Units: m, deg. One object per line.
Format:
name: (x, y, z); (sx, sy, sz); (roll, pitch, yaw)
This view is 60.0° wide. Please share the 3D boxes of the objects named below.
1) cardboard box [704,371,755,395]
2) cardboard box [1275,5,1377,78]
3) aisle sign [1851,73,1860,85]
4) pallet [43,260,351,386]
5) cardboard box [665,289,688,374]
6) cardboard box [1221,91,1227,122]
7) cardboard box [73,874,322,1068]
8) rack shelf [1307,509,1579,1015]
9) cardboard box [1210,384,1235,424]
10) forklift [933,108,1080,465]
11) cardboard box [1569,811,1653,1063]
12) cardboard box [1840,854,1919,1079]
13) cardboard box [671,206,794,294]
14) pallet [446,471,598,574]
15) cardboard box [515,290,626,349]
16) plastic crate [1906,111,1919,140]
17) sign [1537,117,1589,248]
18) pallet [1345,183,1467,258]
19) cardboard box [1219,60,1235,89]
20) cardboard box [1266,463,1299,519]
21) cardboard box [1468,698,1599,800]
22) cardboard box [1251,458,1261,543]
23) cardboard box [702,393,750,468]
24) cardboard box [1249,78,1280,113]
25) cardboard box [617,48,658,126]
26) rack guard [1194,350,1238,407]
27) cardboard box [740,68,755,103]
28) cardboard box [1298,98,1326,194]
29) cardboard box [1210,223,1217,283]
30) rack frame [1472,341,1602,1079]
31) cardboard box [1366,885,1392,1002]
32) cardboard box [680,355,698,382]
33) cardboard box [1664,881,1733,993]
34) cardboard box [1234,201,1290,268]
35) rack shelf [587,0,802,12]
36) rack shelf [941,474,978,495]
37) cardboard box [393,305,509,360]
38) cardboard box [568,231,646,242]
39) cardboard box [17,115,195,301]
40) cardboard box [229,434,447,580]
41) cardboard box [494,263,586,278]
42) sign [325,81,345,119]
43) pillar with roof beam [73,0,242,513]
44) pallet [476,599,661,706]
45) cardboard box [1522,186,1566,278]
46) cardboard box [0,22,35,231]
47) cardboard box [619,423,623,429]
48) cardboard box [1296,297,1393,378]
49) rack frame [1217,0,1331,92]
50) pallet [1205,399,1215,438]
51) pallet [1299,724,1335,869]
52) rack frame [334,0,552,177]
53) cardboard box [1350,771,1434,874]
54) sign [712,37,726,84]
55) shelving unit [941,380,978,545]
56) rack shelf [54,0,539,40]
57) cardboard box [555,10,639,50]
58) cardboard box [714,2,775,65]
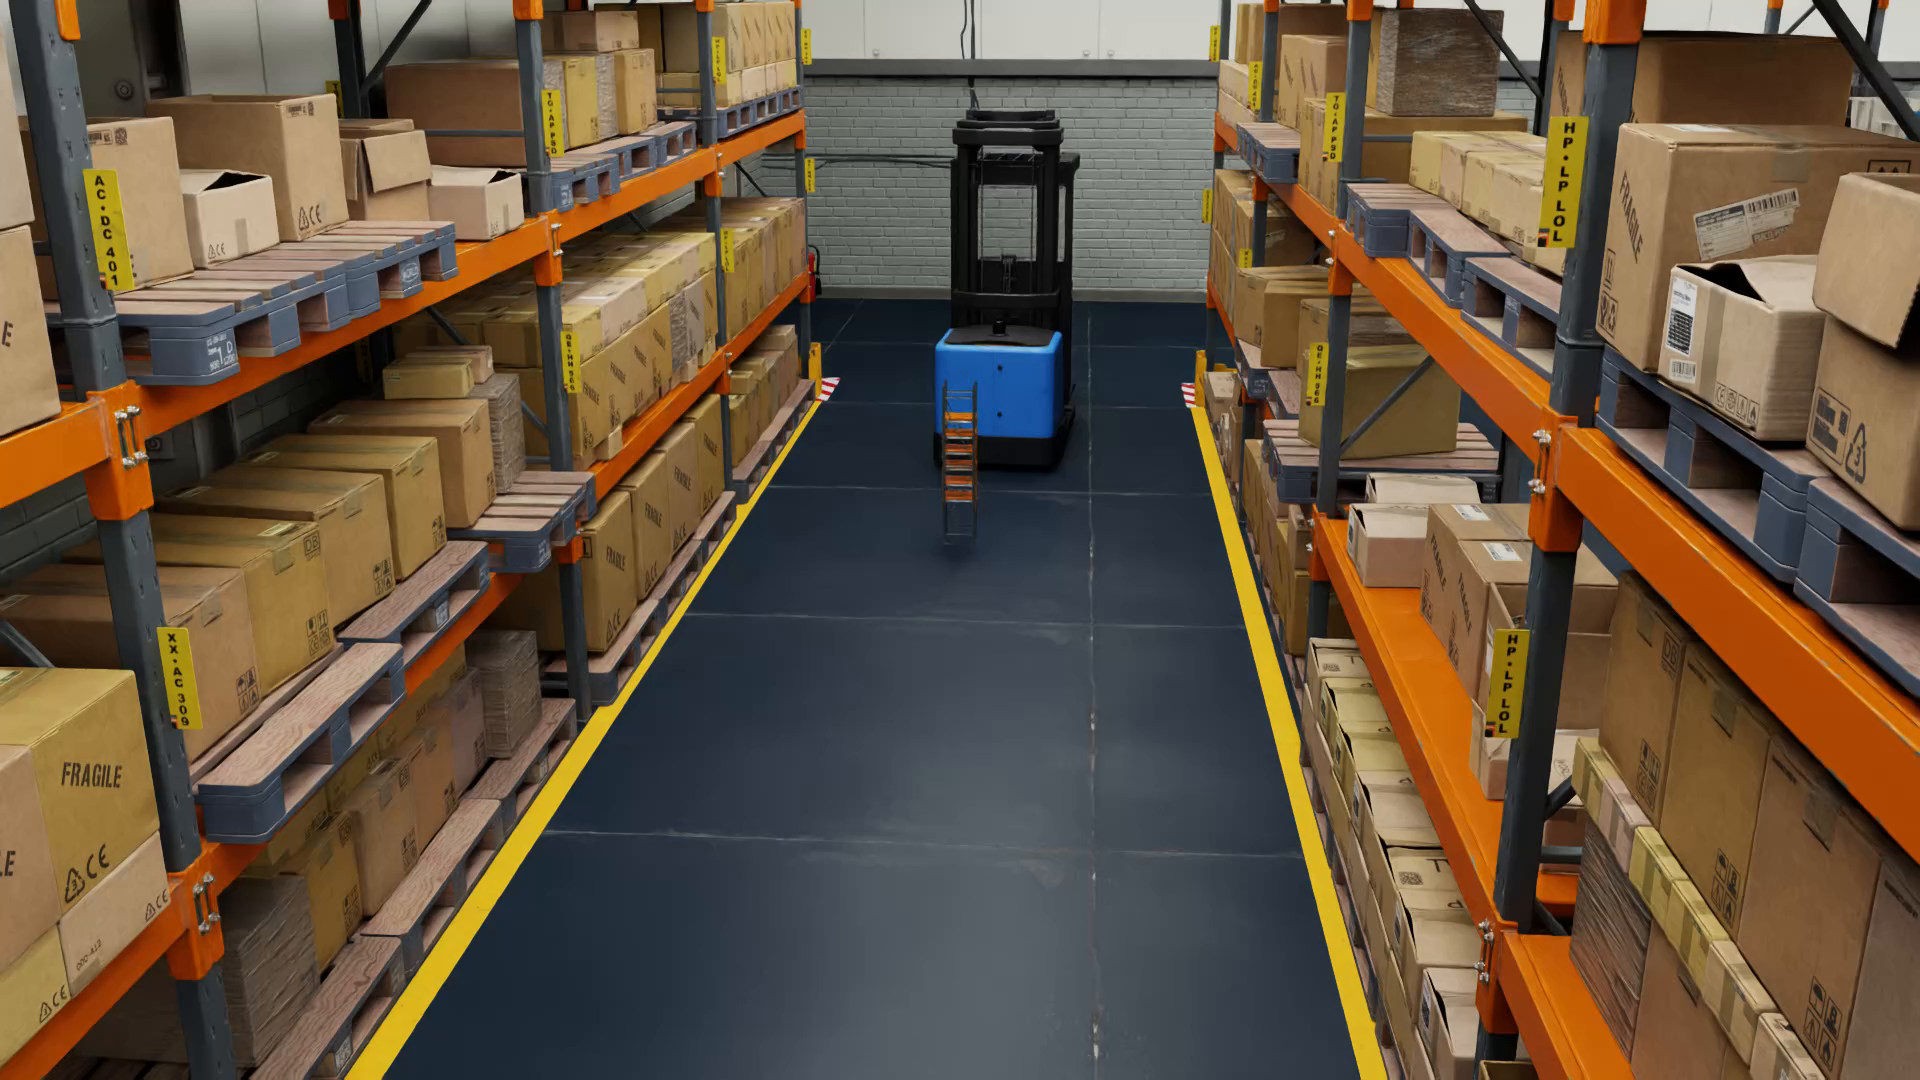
cardboard box: (-1.933, -1.321, 13.937); (0.380, 0.149, 0.250); (2, 18, 6)
cardboard box: (2.643, -3.660, 12.191); (0.700, 0.500, 0.500); (1, 18, 4)
aisle sign: (8.171, -3.942, 15.460); (0.394, 0.787, 0.004); (1, 18, 4)
pallet: (-2.718, -0.710, 5.257); (1.213, 0.211, 1.003); (1, 18, 4)
cardboard box: (-2.148, -1.404, 11.220); (0.500, 0.500, 0.500); (1, 18, 4)
cardboard box: (2.594, -3.847, 14.771); (0.500, 0.250, 0.500); (1, 18, 4)
cardboard box: (-2.832, 1.565, 6.137); (0.700, 0.500, 0.500); (2, 18, 6)
rack shelf: (2.216, 0.646, 6.791); (1.077, 0.370, 4.000); (1, 18, 4)
cardboard box: (2.539, -1.231, 15.073); (0.500, 0.250, 0.500); (1, 18, 4)
forklift: (0.497, -2.443, 15.172); (1.130, 2.935, 3.031); (3, 18, 8)
cardboard box: (2.047, 1.015, 4.347); (0.700, 0.500, 0.500); (1, 18, 2)
cardboard box: (1.939, 0.866, 2.718); (0.700, 0.500, 0.500); (1, 18, 4)
cardboard box: (-2.076, -2.669, 15.270); (0.980, 0.700, 0.700); (1, 18, 3)
pallet: (-2.527, -0.112, 8.256); (1.213, 0.211, 1.003); (1, 18, 4)
cardboard box: (-2.254, -1.284, 9.649); (0.500, 0.250, 0.500); (1, 18, 3)
plastic crate: (7.333, -3.084, 12.469); (0.416, 0.233, 0.300); (1, 18, 4)
sign: (1.531, -0.905, 4.214); (0.100, 0.325, 0.005); (1, 18, 4)
pallet: (2.400, -1.440, 7.488); (1.213, 0.211, 1.003); (2, 18, 6)
cardboard box: (2.636, -4.240, 15.167); (0.500, 0.250, 0.500); (1, 18, 4)
cardboard box: (2.261, -0.326, 10.705); (0.500, 0.250, 0.500); (1, 18, 3)
cardboard box: (1.952, 0.712, 5.650); (0.396, 0.266, 0.258); (1, 18, 3)
cardboard box: (2.341, -0.270, 11.738); (0.500, 0.500, 0.500); (2, 18, 5)
cardboard box: (-2.139, -0.911, 13.726); (0.700, 0.500, 0.500); (2, 18, 5)
cardboard box: (2.410, -3.309, 12.324); (0.500, 0.250, 0.500); (1, 18, 4)
cardboard box: (-2.468, -3.080, 11.322); (0.700, 0.500, 0.500); (0, 18, 1)
rack guard: (2.927, -1.591, 16.475); (1.175, 0.500, 0.348); (1, 18, 4)
cardboard box: (-1.932, -3.637, 13.294); (0.500, 0.250, 0.500); (1, 18, 3)
cardboard box: (2.431, -2.247, 9.484); (0.910, 0.500, 0.500); (1, 18, 4)
cardboard box: (2.638, -2.718, 15.739); (0.500, 0.500, 0.500); (2, 18, 5)
rack frame: (2.073, 0.925, 4.783); (1.000, 3.000, 0.127); (1, 18, 4)
cardboard box: (1.887, 1.581, 6.523); (0.500, 0.250, 0.500); (2, 18, 5)
cardboard box: (-2.055, -1.206, 11.658); (0.380, 0.149, 0.250); (1, 18, 4)
cardboard box: (1.808, 0.888, 3.694); (0.380, 0.149, 0.250); (1, 18, 3)
cardboard box: (2.458, -2.404, 13.177); (0.500, 0.500, 0.500); (1, 18, 3)
rack shelf: (-2.152, -4.609, 13.836); (1.077, 0.370, 4.000); (1, 18, 4)
rack shelf: (-0.001, -0.409, 12.274); (0.258, 0.103, 0.180); (1, 18, 4)
cardboard box: (-2.808, -1.128, 9.174); (0.500, 0.250, 0.500); (2, 18, 5)
cardboard box: (-2.588, -2.087, 12.100); (0.500, 0.250, 0.500); (2, 18, 6)
cardboard box: (-2.750, -1.025, 5.082); (0.500, 0.500, 0.500); (4, 19, 12)
cardboard box: (-2.673, -0.150, 7.196); (0.700, 0.500, 0.500); (1, 18, 4)
cardboard box: (-2.691, -1.606, 10.634); (0.500, 0.250, 0.500); (1, 18, 3)
sign: (-3.135, -2.151, 8.394); (0.100, 0.325, 0.005); (1, 18, 4)
pillar with roof beam: (0.756, -2.797, 6.508); (9.100, 9.000, 0.400); (1, 18, 4)
pallet: (-2.450, 0.655, 10.085); (1.003, 0.211, 1.213); (1, 18, 4)
cardboard box: (2.163, -0.991, 5.378); (0.500, 0.250, 0.500); (0, 18, -1)
cardboard box: (-2.634, -0.981, 3.982); (0.500, 0.500, 0.500); (0, 18, -1)
cardboard box: (-2.292, -0.734, 10.219); (0.380, 0.149, 0.250); (2, 18, 5)
cardboard box: (2.581, -1.257, 10.606); (0.700, 0.500, 0.500); (-3, 18, -10)
rack frame: (2.933, -5.653, 15.223); (1.000, 3.000, 0.127); (1, 18, 4)
pallet: (2.871, -1.206, 15.764); (1.003, 0.211, 1.213); (1, 18, 4)
pallet: (2.261, 1.262, 8.231); (1.003, 0.211, 1.213); (1, 18, 4)
rack frame: (-2.582, -3.278, 7.974); (1.000, 3.000, 0.127); (1, 18, 4)
cardboard box: (1.925, 1.161, 6.905); (0.500, 0.311, 0.500); (1, 18, 3)
sign: (-1.753, -3.481, 12.076); (0.100, 0.325, 0.005); (1, 18, 4)
shelving unit: (-0.001, -0.566, 12.222); (0.258, 1.200, 0.189); (1, 18, 4)
rack shelf: (-2.725, -2.125, 6.253); (1.077, 0.370, 4.000); (1, 18, 4)
cardboard box: (-2.489, -3.437, 11.207); (0.500, 0.250, 0.500); (3, 18, 8)
cardboard box: (-1.864, -4.318, 14.169); (0.500, 0.500, 0.500); (0, 18, 1)
